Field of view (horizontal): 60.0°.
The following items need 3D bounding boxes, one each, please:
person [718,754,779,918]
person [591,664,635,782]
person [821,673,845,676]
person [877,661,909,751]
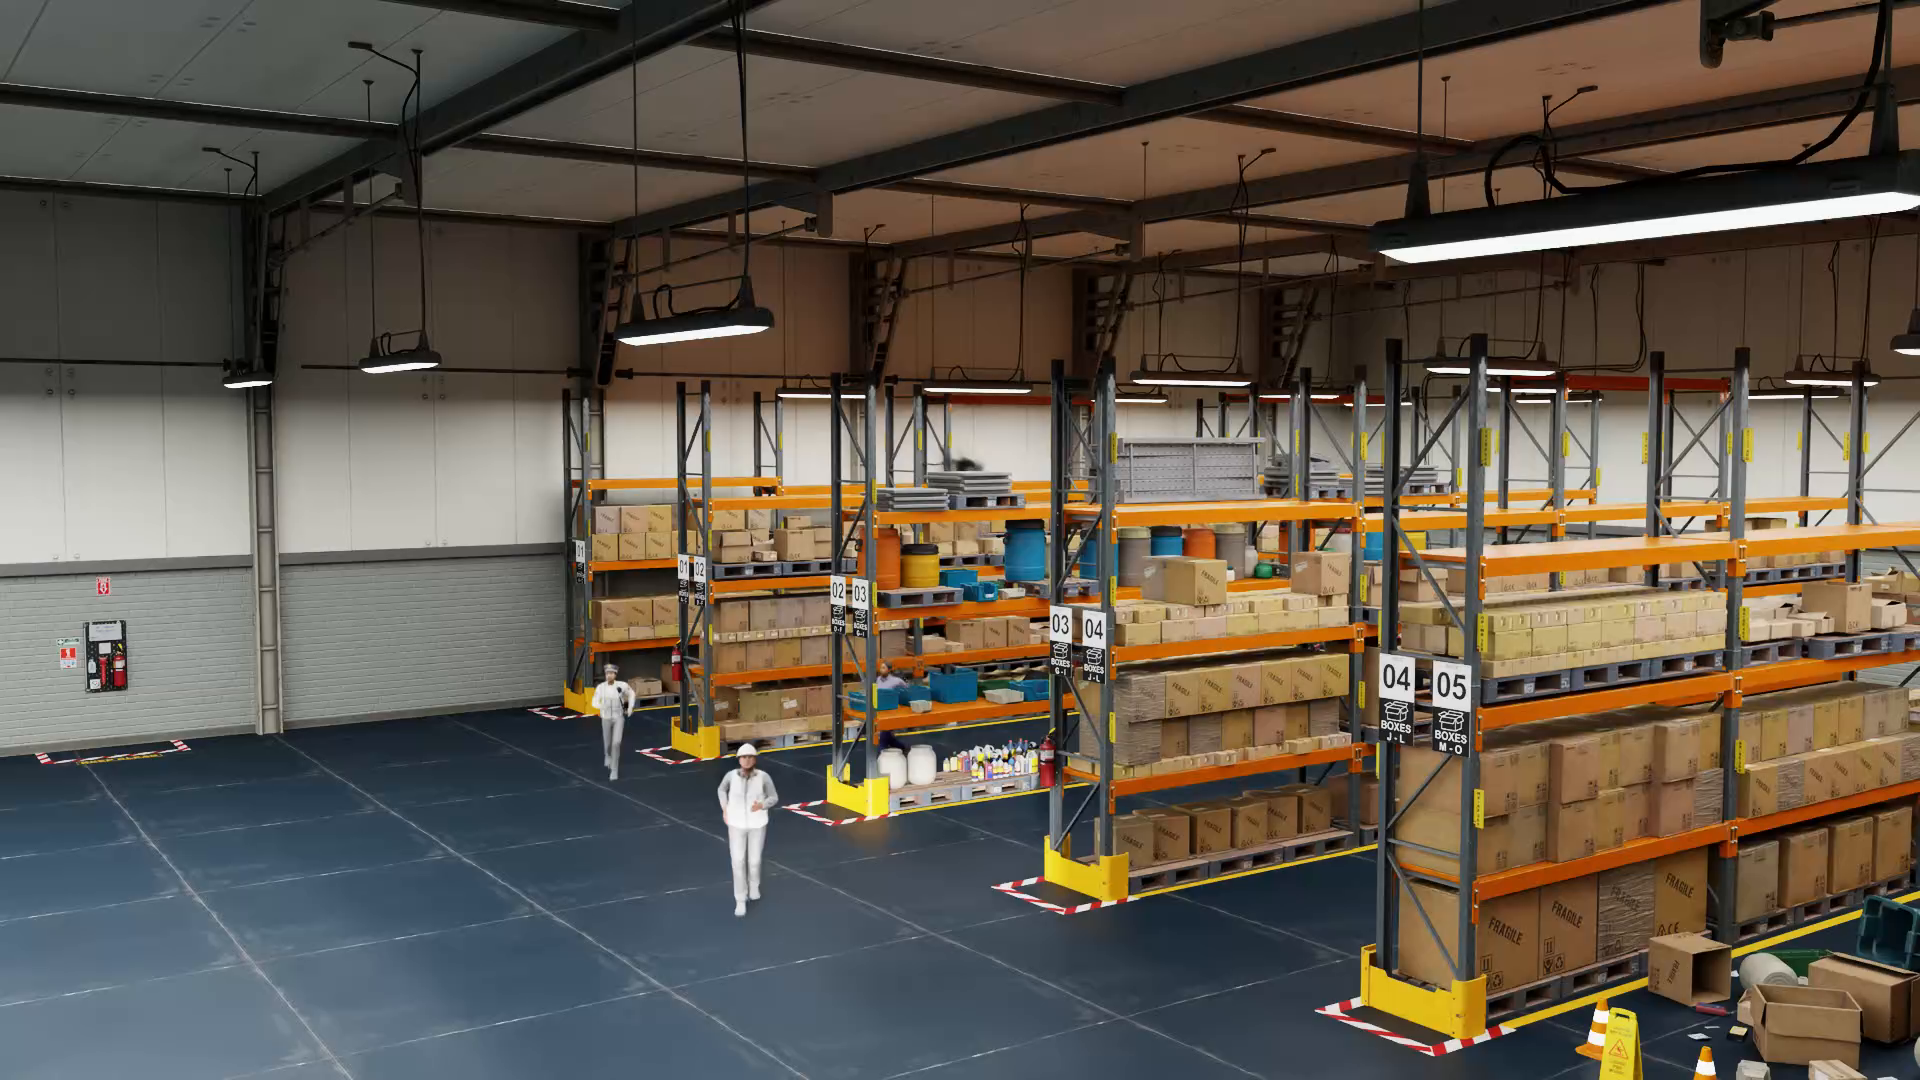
[{"bbox_3d":[-2.306,3.138,18.092,0.664,1.753,0.785,0,4,-6],"label":"person"},{"bbox_3d":[-5.227,2.709,25.094,0.621,1.724,0.936,0,4,-3],"label":"person"},{"bbox_3d":[-2.357,2.311,30.936,0.646,1.684,0.602,3,5,41],"label":"person"},{"bbox_3d":[-1.113,2.675,25.516,0.637,1.619,0.907,3,5,41],"label":"person"}]
